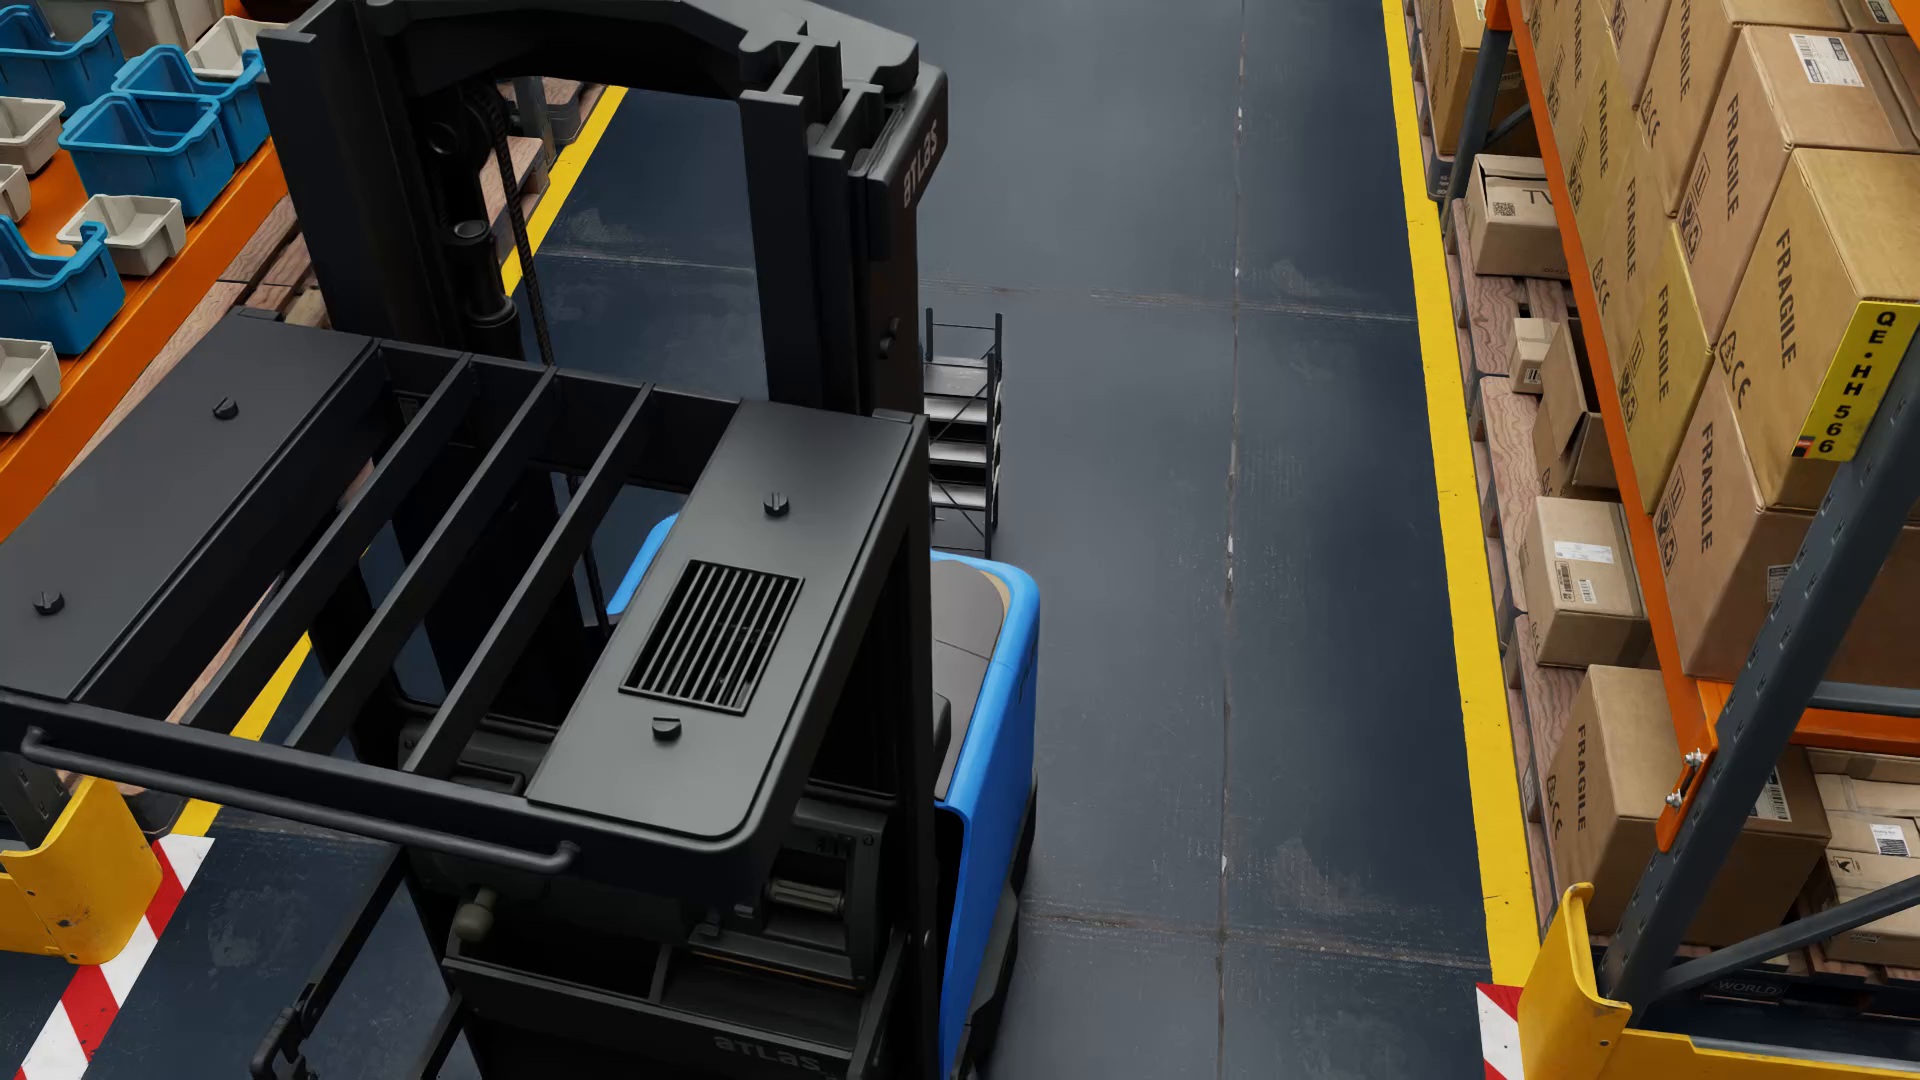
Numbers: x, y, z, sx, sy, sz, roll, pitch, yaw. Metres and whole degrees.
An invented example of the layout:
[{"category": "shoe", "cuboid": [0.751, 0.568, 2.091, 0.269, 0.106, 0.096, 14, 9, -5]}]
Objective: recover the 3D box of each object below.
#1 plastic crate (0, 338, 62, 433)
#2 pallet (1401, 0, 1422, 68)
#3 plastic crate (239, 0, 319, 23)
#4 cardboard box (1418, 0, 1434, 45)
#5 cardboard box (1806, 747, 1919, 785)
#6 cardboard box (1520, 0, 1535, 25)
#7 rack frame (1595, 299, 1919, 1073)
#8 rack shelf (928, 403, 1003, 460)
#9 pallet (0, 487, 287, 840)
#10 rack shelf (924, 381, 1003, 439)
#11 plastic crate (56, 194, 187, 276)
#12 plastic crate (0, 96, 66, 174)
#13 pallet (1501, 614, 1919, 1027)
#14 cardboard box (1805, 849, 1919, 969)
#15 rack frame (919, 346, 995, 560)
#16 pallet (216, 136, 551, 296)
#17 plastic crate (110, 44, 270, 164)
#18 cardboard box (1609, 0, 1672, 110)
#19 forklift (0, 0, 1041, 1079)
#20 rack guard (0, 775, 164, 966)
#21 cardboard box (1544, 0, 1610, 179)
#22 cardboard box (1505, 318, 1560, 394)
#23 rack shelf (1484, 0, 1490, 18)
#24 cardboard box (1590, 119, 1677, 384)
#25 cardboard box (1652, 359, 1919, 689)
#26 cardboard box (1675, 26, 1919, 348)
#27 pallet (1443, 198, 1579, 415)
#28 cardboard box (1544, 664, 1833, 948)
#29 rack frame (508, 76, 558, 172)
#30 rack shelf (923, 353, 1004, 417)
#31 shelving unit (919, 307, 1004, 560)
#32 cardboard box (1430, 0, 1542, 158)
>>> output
[{"category": "plastic crate", "cuboid": [-2.387, -0.388, 4.126, 0.250, 0.136, 0.298, 5, 44, 6]}, {"category": "pallet", "cuboid": [2.796, -2.765, 8.517, 1.003, 0.211, 1.213, 5, 44, 6]}, {"category": "plastic crate", "cuboid": [-2.224, -1.973, 5.809, 0.437, 0.125, 0.590, 5, 44, 6]}, {"category": "cardboard box", "cuboid": [2.489, -2.678, 7.895, 0.500, 0.500, 0.500, 6, 44, 6]}, {"category": "cardboard box", "cuboid": [2.458, 0.493, 4.727, 0.500, 0.250, 0.500, 5, 44, 6]}, {"category": "cardboard box", "cuboid": [2.230, -2.100, 5.713, 0.500, 0.500, 0.500, 6, 44, 7]}, {"category": "rack frame", "cuboid": [2.039, 0.340, 3.209, 1.000, 3.000, 0.127, 5, 44, 6]}, {"category": "rack shelf", "cuboid": [-0.001, -0.362, 5.396, 0.258, 0.077, 0.200, 5, 44, 6]}, {"category": "pallet", "cuboid": [-2.723, 0.341, 5.236, 1.003, 0.211, 1.213, 5, 44, 6]}, {"category": "rack shelf", "cuboid": [-0.001, -0.428, 5.334, 0.258, 0.077, 0.200, 5, 44, 6]}, {"category": "plastic crate", "cuboid": [-2.298, -0.850, 4.615, 0.250, 0.136, 0.298, 5, 44, 6]}, {"category": "plastic crate", "cuboid": [-2.857, -1.203, 4.987, 0.298, 0.136, 0.250, 5, 44, 6]}, {"category": "pallet", "cuboid": [2.153, 0.758, 4.797, 1.003, 0.211, 1.213, 5, 44, 6]}, {"category": "cardboard box", "cuboid": [2.435, 0.961, 4.306, 0.380, 0.149, 0.250, 5, 44, 6]}, {"category": "rack frame", "cuboid": [-0.015, -0.252, 5.362, 0.240, 0.900, 0.006, 5, 44, 6]}, {"category": "pallet", "cuboid": [-2.401, -1.322, 6.992, 1.003, 0.211, 1.213, 5, 44, 6]}, {"category": "plastic crate", "cuboid": [-2.298, -1.314, 5.034, 0.416, 0.233, 0.300, 5, 44, 6]}, {"category": "cardboard box", "cuboid": [2.023, -1.436, 4.285, 0.500, 0.500, 0.500, 6, 44, 7]}, {"category": "forklift", "cuboid": [-0.644, 0.686, 2.894, 1.130, 2.935, 3.031, 10, 44, 10]}, {"category": "rack guard", "cuboid": [-2.861, 0.813, 4.528, 1.175, 0.500, 0.348, 5, 44, 6]}, {"category": "cardboard box", "cuboid": [2.097, -1.410, 4.984, 0.500, 0.500, 0.500, 5, 44, 5]}, {"category": "cardboard box", "cuboid": [2.193, -0.660, 6.006, 0.380, 0.166, 0.250, 5, 44, 6]}, {"category": "rack shelf", "cuboid": [2.832, -3.488, 7.775, 1.077, 0.370, 4.000, 5, 44, 6]}, {"category": "cardboard box", "cuboid": [1.964, -0.720, 4.256, 0.500, 0.500, 0.500, 6, 44, 6]}, {"category": "cardboard box", "cuboid": [1.828, -0.026, 3.523, 0.500, 0.500, 0.500, 6, 44, 7]}, {"category": "cardboard box", "cuboid": [1.891, -0.732, 3.541, 0.500, 0.500, 0.500, 6, 44, 7]}, {"category": "pallet", "cuboid": [2.476, -0.905, 6.553, 1.003, 0.211, 1.213, 5, 44, 6]}, {"category": "cardboard box", "cuboid": [1.866, 0.695, 4.332, 0.500, 0.500, 0.500, 5, 44, 6]}, {"category": "rack frame", "cuboid": [-2.342, -2.839, 6.566, 1.000, 3.000, 0.127, 5, 44, 6]}, {"category": "rack shelf", "cuboid": [-0.001, -0.493, 5.272, 0.258, 0.077, 0.200, 5, 44, 6]}, {"category": "shelving unit", "cuboid": [-0.001, -0.321, 5.435, 0.258, 0.900, 0.210, 5, 44, 6]}, {"category": "cardboard box", "cuboid": [2.348, -2.000, 7.179, 0.500, 0.500, 0.500, 5, 44, 5]}]
